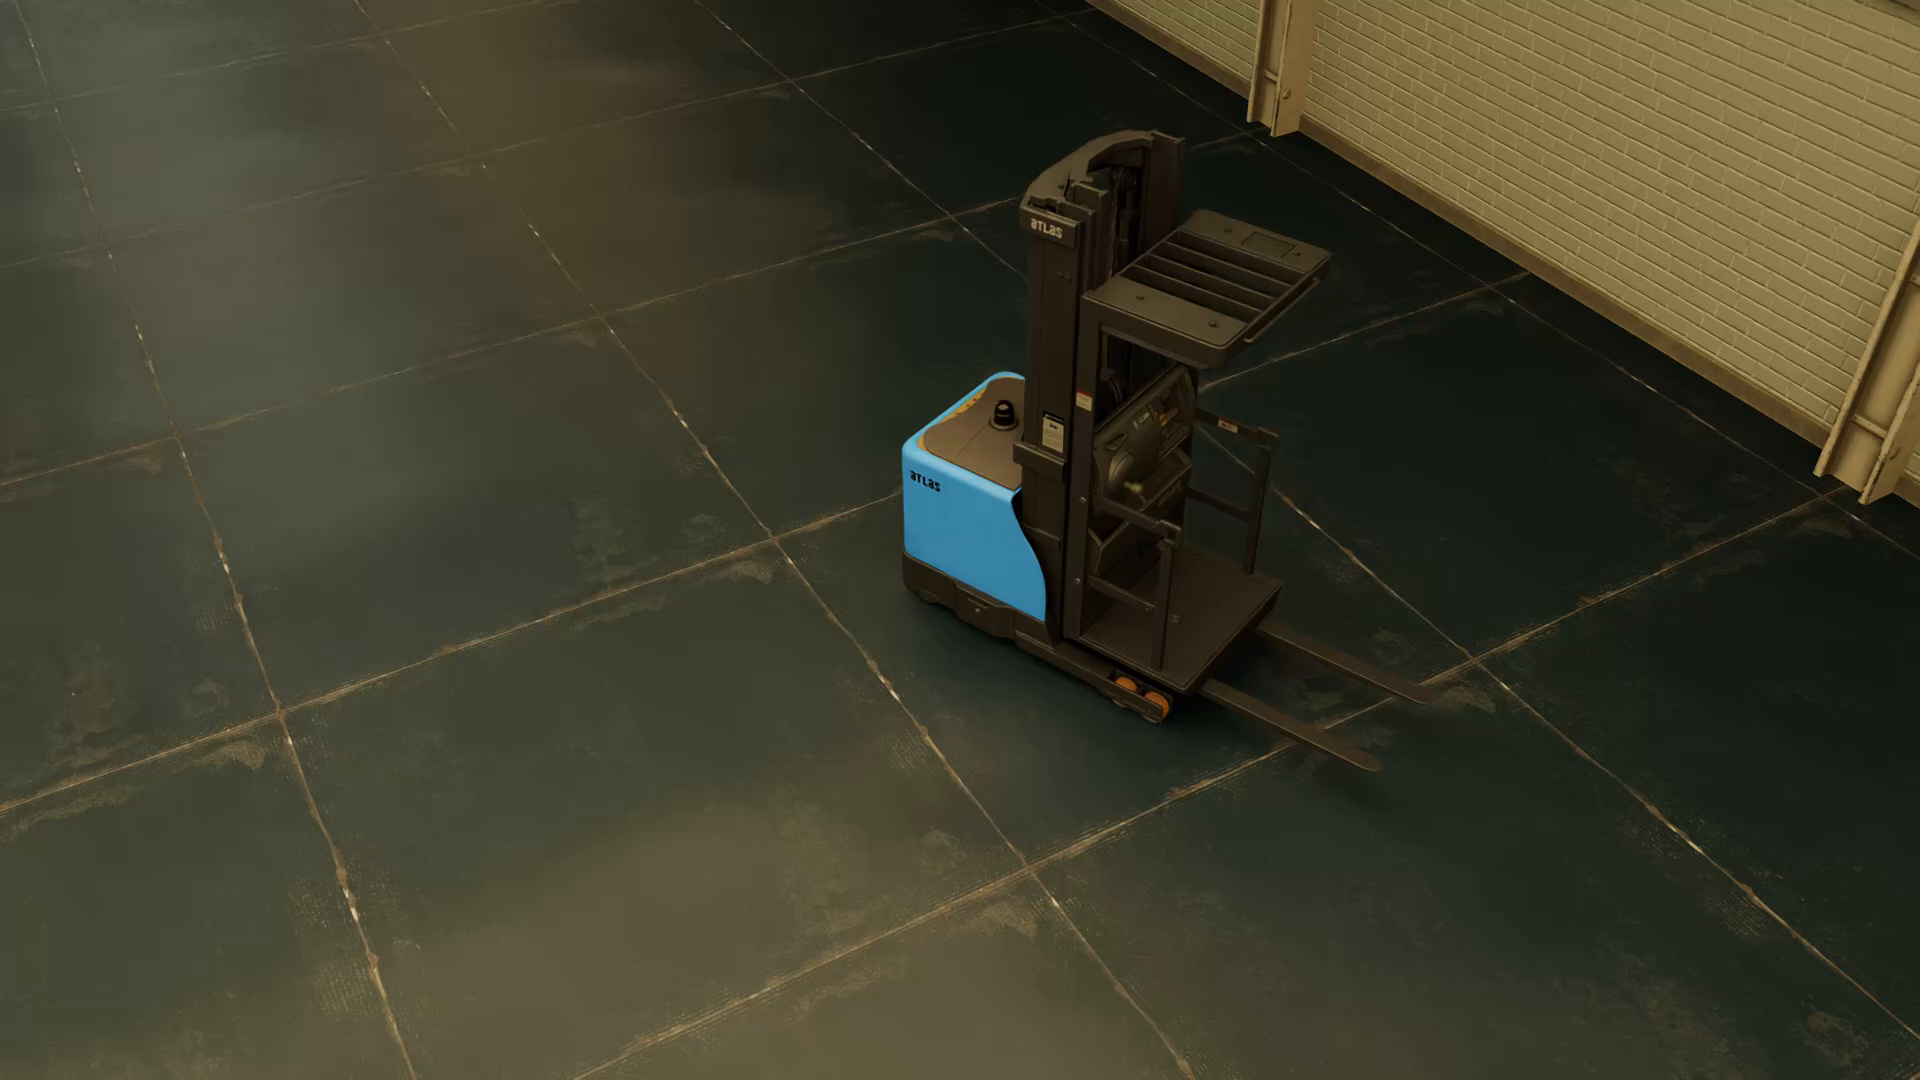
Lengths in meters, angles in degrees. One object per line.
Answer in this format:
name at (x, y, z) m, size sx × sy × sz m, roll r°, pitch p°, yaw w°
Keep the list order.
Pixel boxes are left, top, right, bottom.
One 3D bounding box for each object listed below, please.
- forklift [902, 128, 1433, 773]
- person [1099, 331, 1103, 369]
forklift at (1.140, -0.515, 8.657) m, size 3.031 × 2.935 × 1.130 m, roll 26°, pitch 46°, yaw 28°
person at (0.721, -0.957, 10.256) m, size 0.636 × 1.573 × 0.305 m, roll 24°, pitch 45°, yaw 26°
